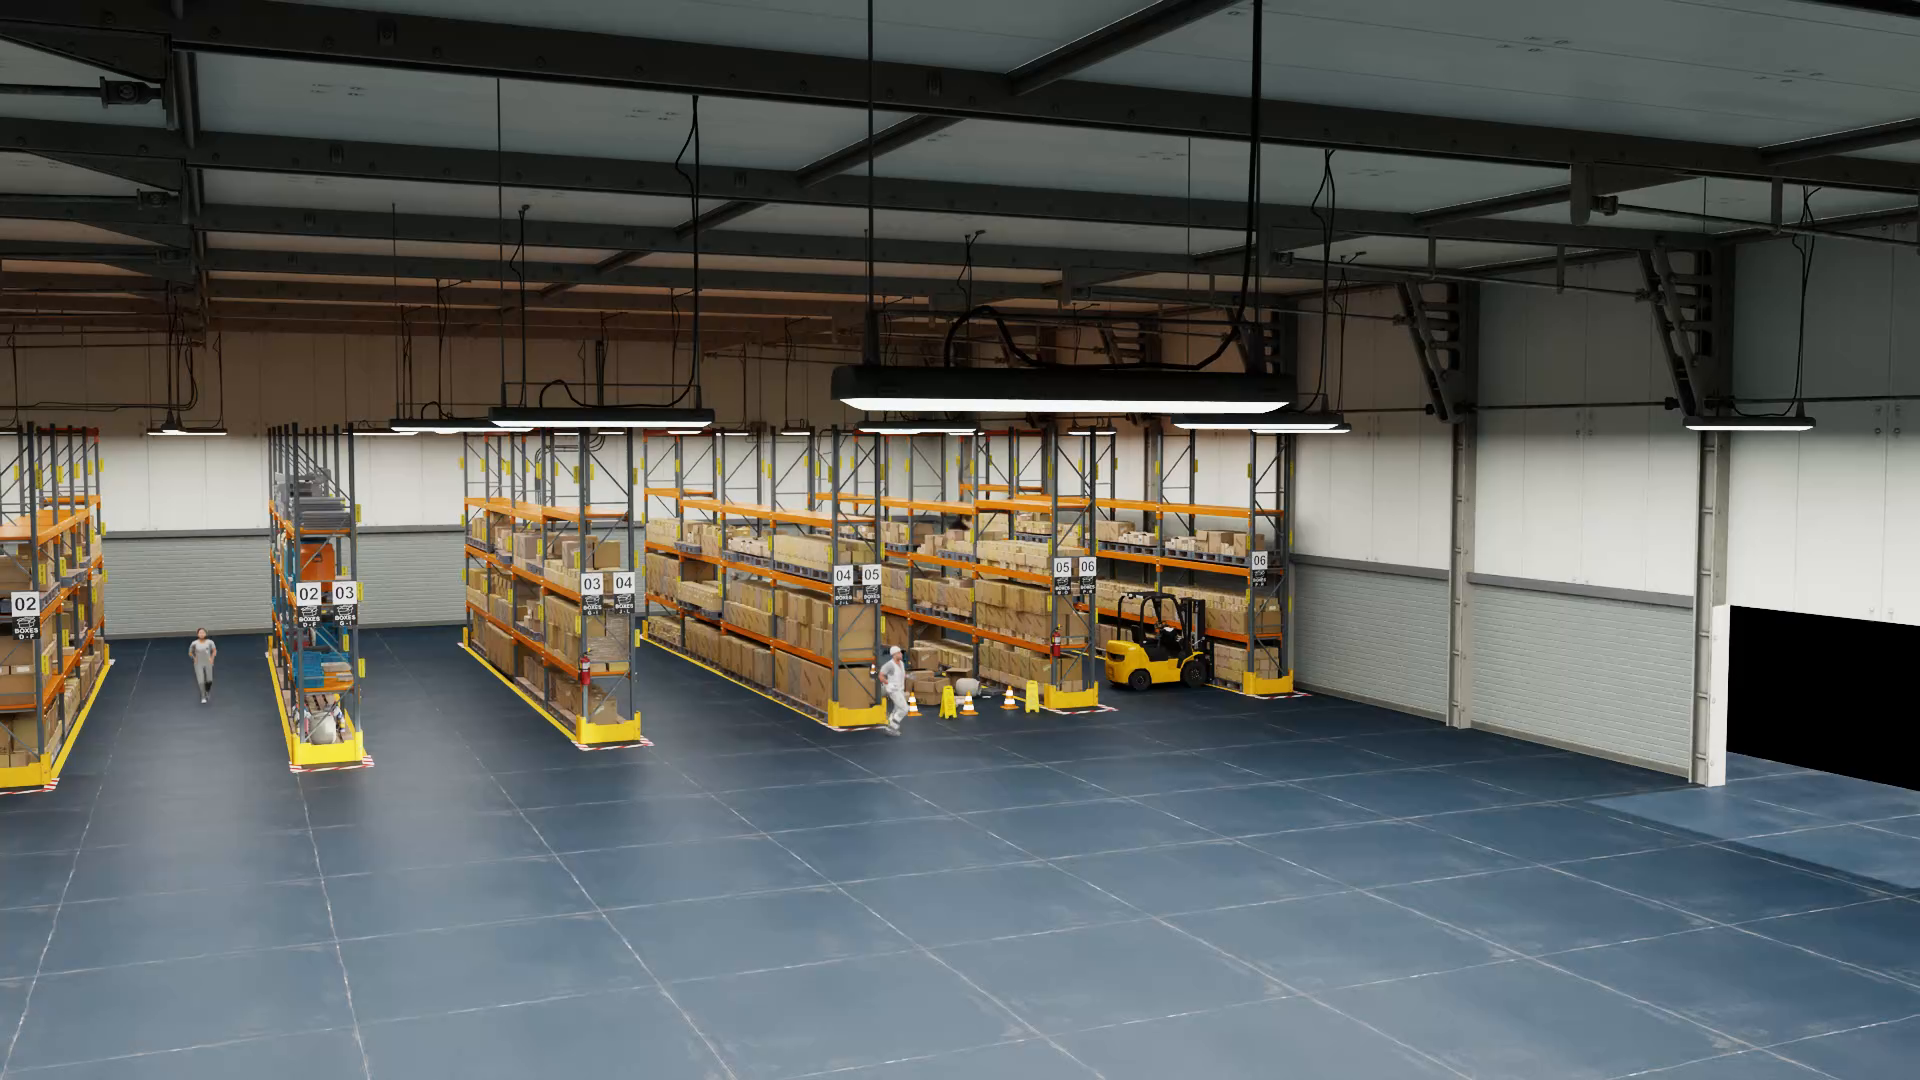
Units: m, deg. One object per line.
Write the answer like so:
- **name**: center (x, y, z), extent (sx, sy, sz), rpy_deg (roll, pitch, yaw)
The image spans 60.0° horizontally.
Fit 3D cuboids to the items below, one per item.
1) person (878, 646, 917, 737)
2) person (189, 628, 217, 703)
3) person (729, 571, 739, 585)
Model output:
- **person**: center (-1.185, 2.903, 31.793), extent (0.658, 1.761, 0.664), rpy_deg (1, 4, 21)
- **person**: center (-16.357, 2.711, 35.935), extent (0.560, 1.622, 0.577), rpy_deg (-2, 4, -27)
- **person**: center (-6.950, 1.788, 51.042), extent (0.574, 1.652, 0.558), rpy_deg (3, 5, 45)
